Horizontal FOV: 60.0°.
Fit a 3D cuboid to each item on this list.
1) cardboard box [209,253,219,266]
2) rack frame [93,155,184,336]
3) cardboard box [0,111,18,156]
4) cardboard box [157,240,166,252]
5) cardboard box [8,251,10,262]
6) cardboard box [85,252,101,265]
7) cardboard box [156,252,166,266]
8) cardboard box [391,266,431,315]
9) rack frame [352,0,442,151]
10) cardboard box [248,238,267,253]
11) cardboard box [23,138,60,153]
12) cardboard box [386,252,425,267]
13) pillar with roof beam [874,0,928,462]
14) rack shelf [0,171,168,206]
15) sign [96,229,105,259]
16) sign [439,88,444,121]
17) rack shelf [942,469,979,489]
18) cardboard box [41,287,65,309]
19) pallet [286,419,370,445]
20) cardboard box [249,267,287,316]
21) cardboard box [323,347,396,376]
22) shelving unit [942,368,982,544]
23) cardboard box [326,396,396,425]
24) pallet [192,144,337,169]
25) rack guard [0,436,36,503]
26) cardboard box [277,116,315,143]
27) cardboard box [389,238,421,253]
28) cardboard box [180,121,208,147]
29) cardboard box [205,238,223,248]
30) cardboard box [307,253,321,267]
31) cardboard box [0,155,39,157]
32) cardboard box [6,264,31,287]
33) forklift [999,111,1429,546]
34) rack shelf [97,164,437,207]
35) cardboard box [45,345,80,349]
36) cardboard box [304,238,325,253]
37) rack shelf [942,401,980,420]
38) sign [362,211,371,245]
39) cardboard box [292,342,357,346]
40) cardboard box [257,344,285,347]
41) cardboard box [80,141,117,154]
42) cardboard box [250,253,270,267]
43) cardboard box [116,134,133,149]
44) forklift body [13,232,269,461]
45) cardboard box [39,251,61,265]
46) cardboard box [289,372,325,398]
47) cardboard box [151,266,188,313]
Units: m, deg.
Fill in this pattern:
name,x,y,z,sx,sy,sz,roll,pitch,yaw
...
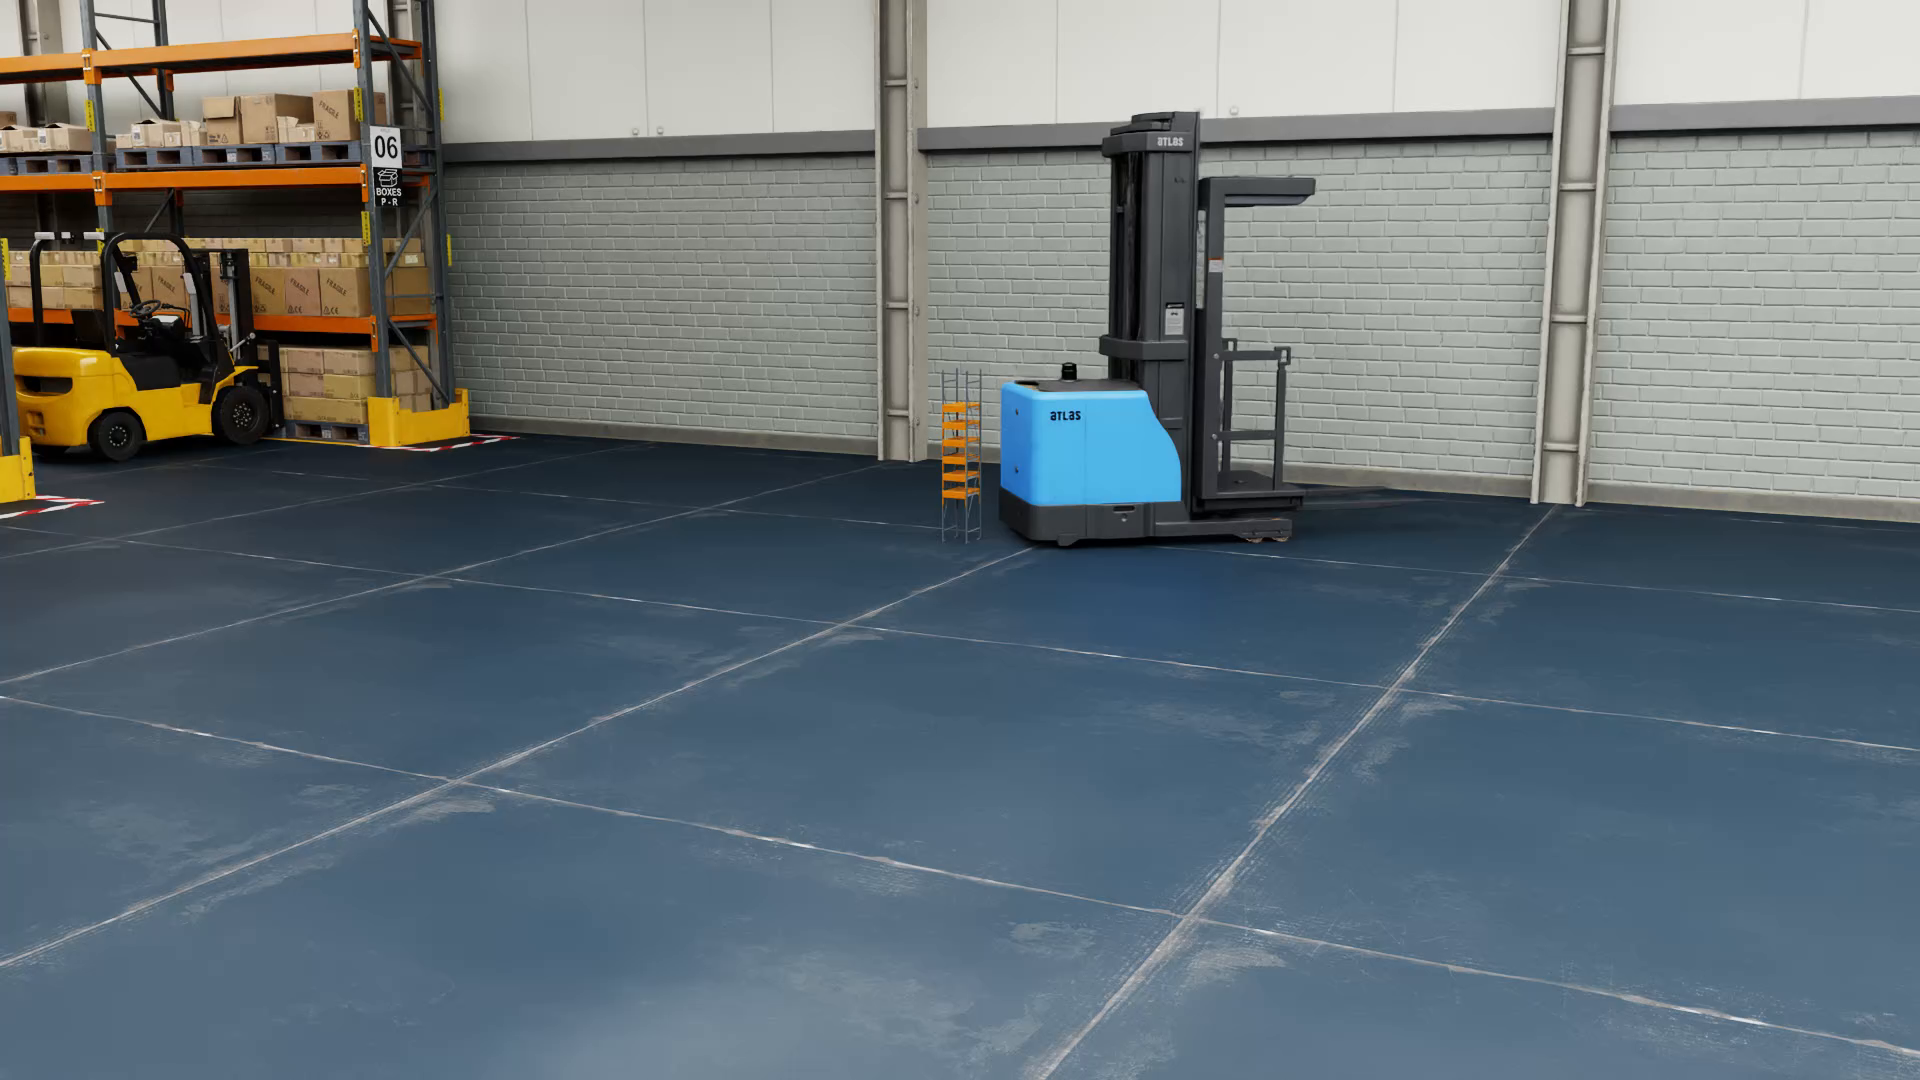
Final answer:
name,x,y,z,sx,sy,sz,roll,pitch,yaw
cardboard box,-7.986,-3.041,18.006,0.250,0.149,0.380,5,11,24
rack frame,-9.291,-2.845,19.026,0.127,3.000,1.000,5,11,26
cardboard box,-11.423,-4.765,19.472,0.500,0.500,0.500,5,12,27
cardboard box,-8.629,-3.262,18.395,0.250,0.149,0.380,5,11,25
cardboard box,-11.126,-3.309,19.489,0.250,0.149,0.380,5,11,24
cardboard box,-9.695,-3.205,18.912,0.250,0.149,0.380,5,12,28
cardboard box,-8.642,-3.110,18.388,0.250,0.149,0.380,5,11,26
cardboard box,-6.025,-2.662,17.736,0.500,0.500,0.500,5,12,28
rack frame,-5.703,-5.482,16.750,0.127,3.000,1.000,5,11,26
cardboard box,-7.307,-3.123,17.628,0.250,0.149,0.380,5,12,27
cardboard box,-10.411,-4.491,18.946,0.250,0.149,0.380,5,11,26
cardboard box,-5.893,-2.966,17.594,0.250,0.149,0.380,5,11,24
pillar with roof beam,-2.453,-4.520,11.437,0.400,9.000,9.100,5,11,26
rack shelf,-11.084,-4.124,19.694,4.000,0.370,1.077,5,11,26
sign,-9.522,-3.288,18.447,0.005,0.325,0.100,5,11,26
sign,-5.453,-4.563,17.419,0.005,0.325,0.100,5,11,26
rack shelf,0.013,-0.427,11.646,0.180,0.103,0.258,5,11,26
cardboard box,-10.312,-2.808,19.242,0.500,0.250,0.500,5,11,25
pallet,-6.408,-1.211,17.829,1.213,0.211,1.003,5,11,26
cardboard box,-7.182,-2.658,17.715,0.500,0.500,0.500,5,11,25
cardboard box,-6.254,-1.862,17.328,0.500,0.250,0.500,5,12,28
shelving unit,0.013,-0.589,11.617,0.189,1.200,0.258,5,11,26
cardboard box,-6.265,-1.370,17.418,0.500,0.250,0.500,5,11,26
pallet,-7.424,-4.118,17.886,1.213,0.211,1.003,5,11,26
rack guard,-7.965,-0.512,13.158,0.348,0.500,1.175,5,11,26
cardboard box,-6.808,-4.232,17.186,0.258,0.266,0.396,5,11,26
cardboard box,-5.910,-3.105,17.526,0.250,0.149,0.380,5,11,25
cardboard box,-8.094,-4.345,17.810,0.258,0.266,0.396,5,11,24
cardboard box,-7.946,-3.198,18.041,0.250,0.149,0.380,5,11,26
cardboard box,-6.586,-2.926,17.373,0.250,0.149,0.380,5,12,27
cardboard box,-11.308,-4.682,19.950,0.250,0.166,0.380,5,11,26
cardboard box,-10.764,-3.095,19.428,0.500,0.250,0.500,5,12,27
forklift,1.857,-1.512,11.854,3.031,2.935,1.130,-2,10,-12
rack shelf,-7.497,-3.809,17.952,4.000,0.370,1.077,5,11,26
cardboard box,-10.456,-1.985,19.762,0.625,0.625,0.875,5,11,25
cardboard box,-6.600,-3.070,17.331,0.250,0.149,0.380,5,12,27
rack shelf,0.013,-0.900,11.561,0.180,0.103,0.258,5,11,26
sign,-5.956,-3.130,16.687,0.005,0.325,0.100,5,11,26
cardboard box,-6.944,-2.023,18.221,0.500,0.250,0.500,5,11,25
cardboard box,-7.623,-1.980,17.983,0.500,0.250,0.500,5,11,25
cardboard box,-9.965,-4.551,19.278,0.250,0.149,0.380,5,11,26
cardboard box,-7.300,-2.978,17.658,0.250,0.149,0.380,5,11,26
cardboard box,-9.023,-4.369,18.271,0.250,0.149,0.380,5,12,27
forklift body,-8.211,-1.970,16.576,1.214,2.155,2.313,5,11,26
cardboard box,-10.425,-3.249,19.159,0.250,0.149,0.380,5,11,24
cardboard box,-6.723,-1.659,17.611,0.500,0.250,0.500,5,11,25
cardboard box,-8.534,-2.779,18.381,0.500,0.500,0.500,5,12,27
